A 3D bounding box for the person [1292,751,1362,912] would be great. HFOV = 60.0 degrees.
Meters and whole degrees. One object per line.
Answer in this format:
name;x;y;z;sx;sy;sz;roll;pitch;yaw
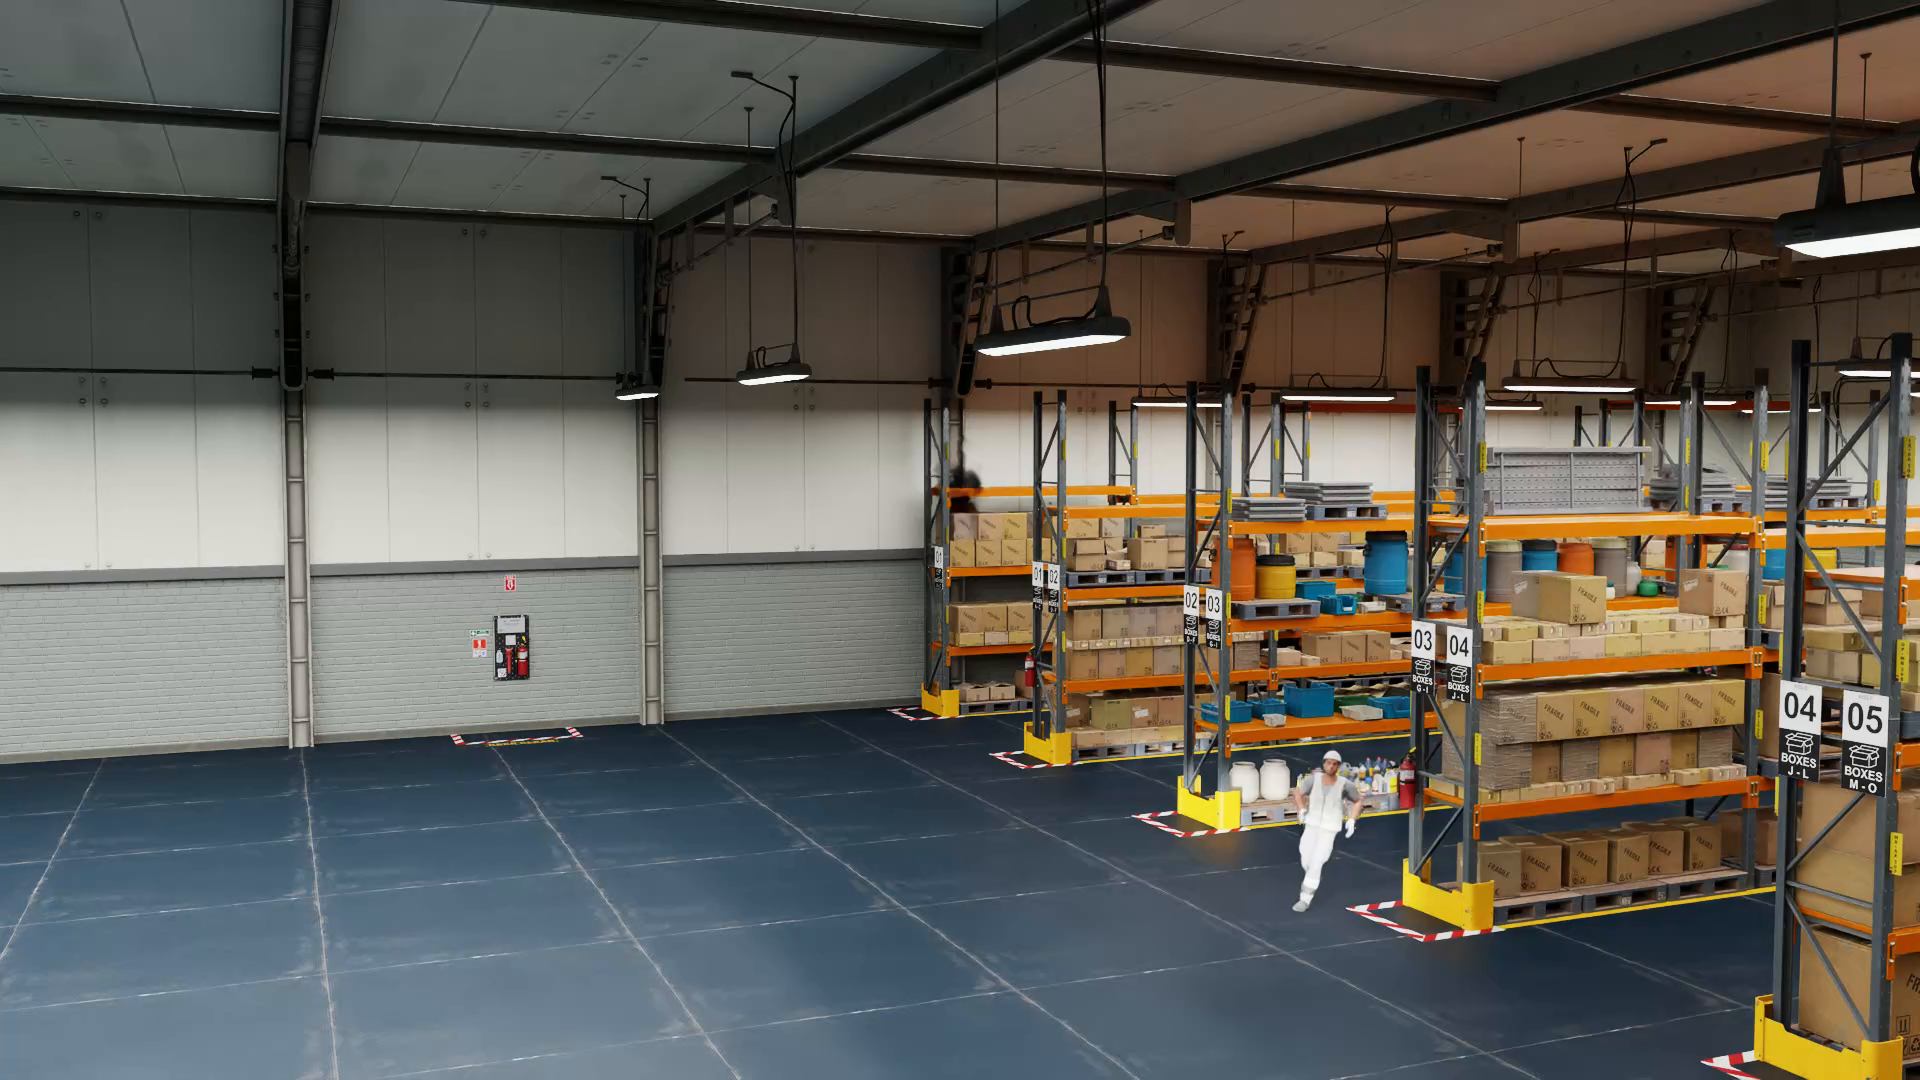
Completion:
person;4.045;3.198;18.437;0.719;1.741;0.930;2;4;27
